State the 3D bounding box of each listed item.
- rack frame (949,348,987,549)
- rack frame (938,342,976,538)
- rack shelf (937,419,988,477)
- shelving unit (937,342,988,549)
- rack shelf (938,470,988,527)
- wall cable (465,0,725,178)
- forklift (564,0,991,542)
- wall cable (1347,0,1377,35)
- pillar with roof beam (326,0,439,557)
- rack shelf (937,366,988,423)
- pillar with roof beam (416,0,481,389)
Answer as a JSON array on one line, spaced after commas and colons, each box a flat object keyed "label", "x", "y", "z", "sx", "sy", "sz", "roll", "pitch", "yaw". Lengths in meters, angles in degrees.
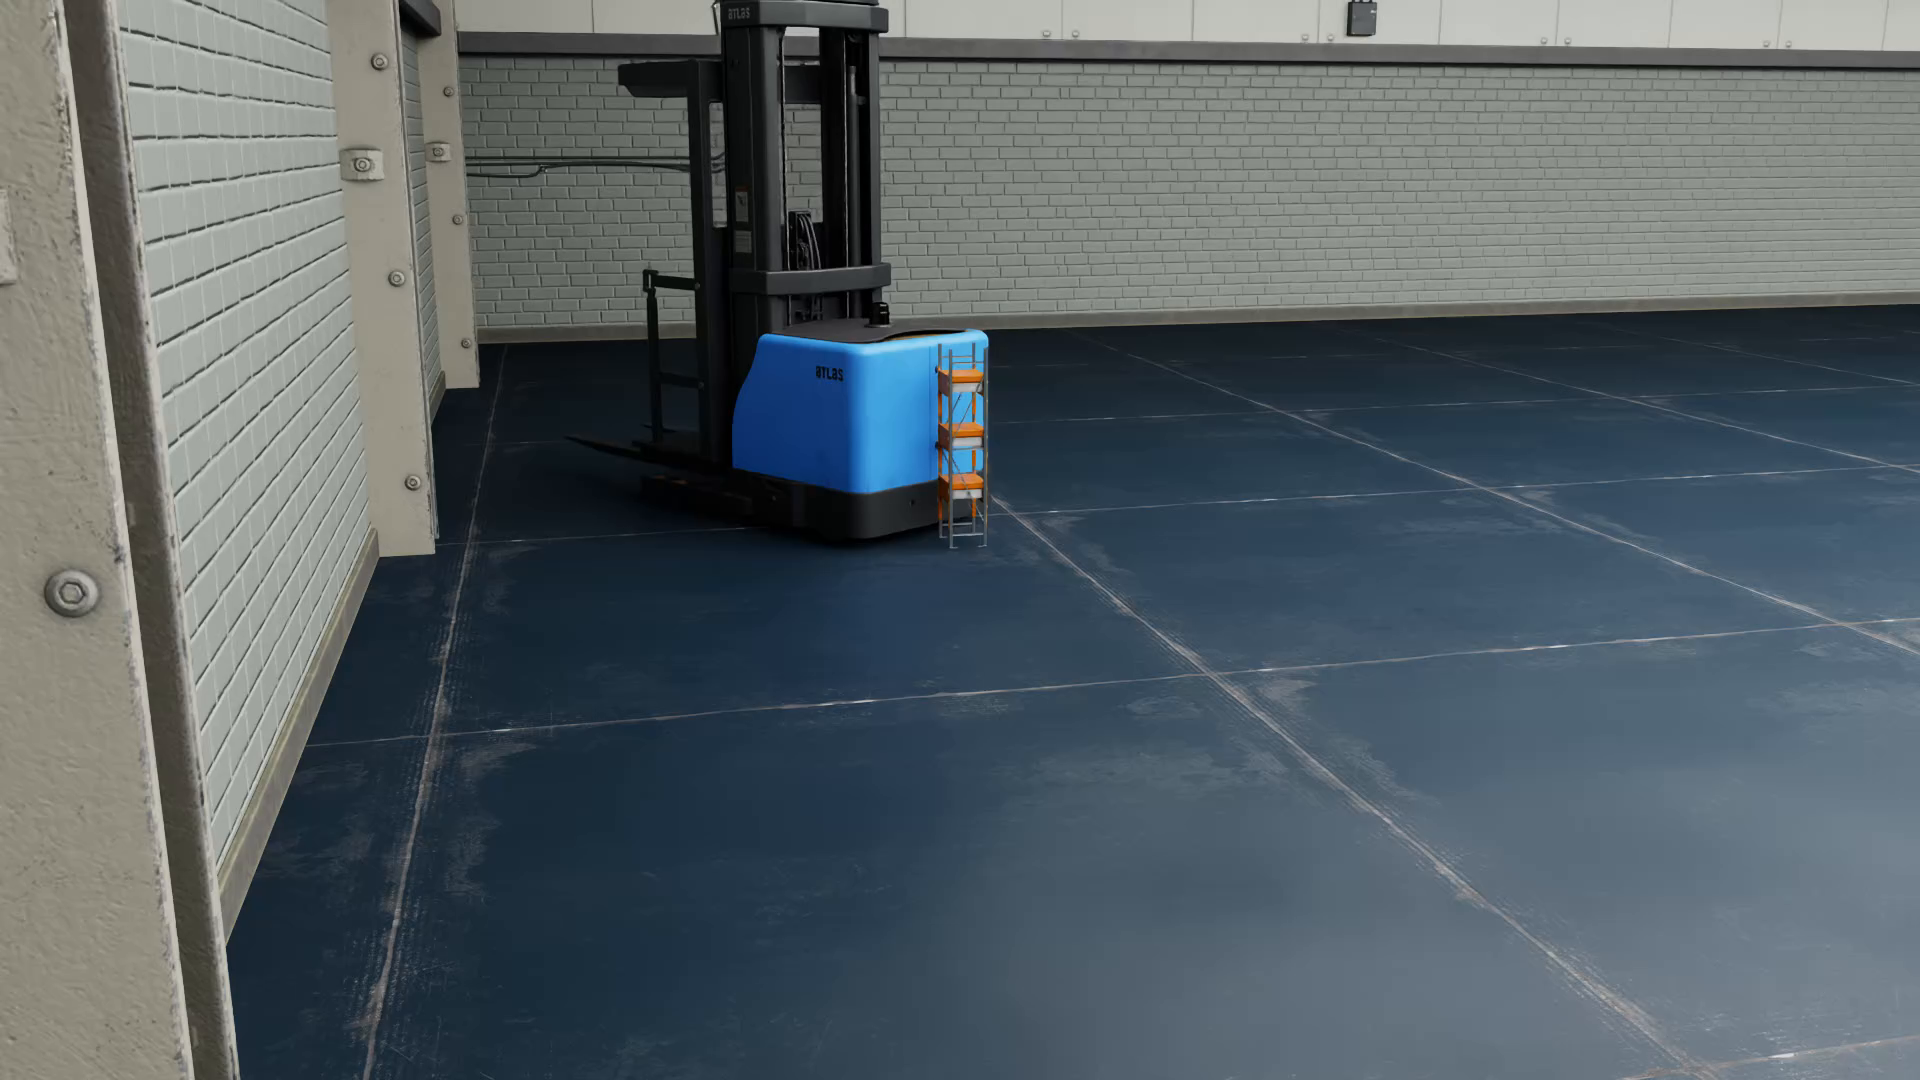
[{"label": "rack frame", "x": 0.041, "y": -0.470, "z": 8.637, "sx": 0.200, "sy": 1.050, "sz": 0.008, "roll": -3, "pitch": 14, "yaw": -13}, {"label": "rack frame", "x": -0.016, "y": -0.526, "z": 8.867, "sx": 0.200, "sy": 1.050, "sz": 0.008, "roll": -3, "pitch": 14, "yaw": -13}, {"label": "rack shelf", "x": 0.013, "y": -0.487, "z": 8.754, "sx": 0.215, "sy": 0.259, "sz": 0.240, "roll": -3, "pitch": 14, "yaw": -13}, {"label": "shelving unit", "x": 0.013, "y": -0.498, "z": 8.752, "sx": 0.215, "sy": 1.050, "sz": 0.252, "roll": -3, "pitch": 14, "yaw": -13}, {"label": "rack shelf", "x": 0.013, "y": -0.217, "z": 8.820, "sx": 0.215, "sy": 0.259, "sz": 0.240, "roll": -3, "pitch": 14, "yaw": -13}, {"label": "wall cable", "x": -3.741, "y": -4.966, "z": 16.834, "sx": 3.097, "sy": 2.526, "sz": 0.112, "roll": -3, "pitch": 14, "yaw": -13}, {"label": "forklift", "x": -1.238, "y": -1.688, "z": 9.660, "sx": 3.031, "sy": 2.935, "sz": 1.130, "roll": 13, "pitch": 19, "yaw": 42}, {"label": "wall cable", "x": 5.491, "y": -8.652, "z": 18.213, "sx": 2.305, "sy": 6.003, "sz": 0.169, "roll": -3, "pitch": 14, "yaw": -13}, {"label": "pillar with roof beam", "x": 1.260, "y": -4.577, "z": 8.699, "sx": 9.100, "sy": 9.000, "sz": 0.400, "roll": -3, "pitch": 14, "yaw": -13}, {"label": "rack shelf", "x": 0.013, "y": -0.763, "z": 8.687, "sx": 0.215, "sy": 0.259, "sz": 0.240, "roll": -3, "pitch": 14, "yaw": -13}, {"label": "pillar with roof beam", "x": -0.150, "y": -5.961, "z": 14.365, "sx": 9.100, "sy": 9.000, "sz": 0.400, "roll": -3, "pitch": 14, "yaw": -13}]
